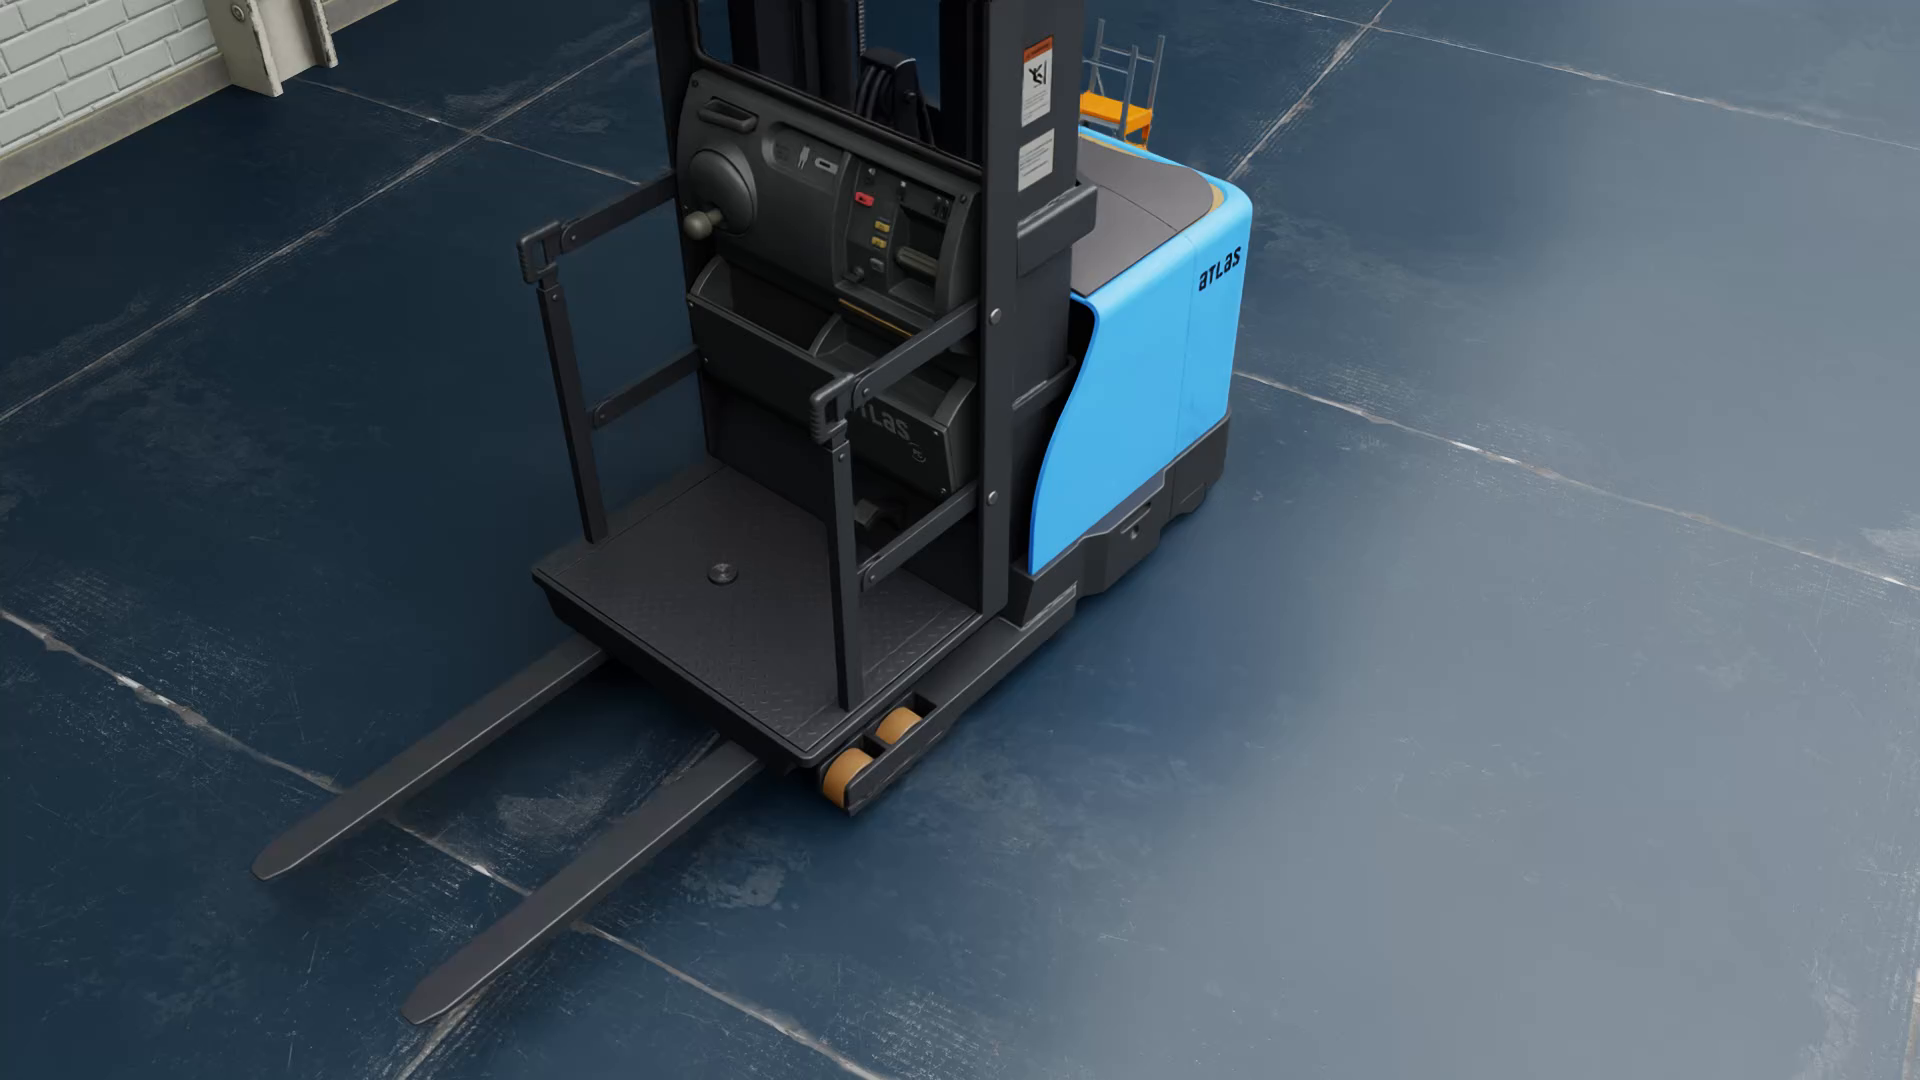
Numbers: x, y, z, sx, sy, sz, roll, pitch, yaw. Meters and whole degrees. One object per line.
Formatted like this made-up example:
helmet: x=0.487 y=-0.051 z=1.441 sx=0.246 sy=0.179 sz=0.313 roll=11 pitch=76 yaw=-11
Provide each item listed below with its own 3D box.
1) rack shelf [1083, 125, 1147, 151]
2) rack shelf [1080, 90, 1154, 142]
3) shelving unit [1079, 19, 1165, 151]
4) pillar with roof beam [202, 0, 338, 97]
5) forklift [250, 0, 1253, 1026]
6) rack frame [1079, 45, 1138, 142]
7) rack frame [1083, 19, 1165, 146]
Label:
rack shelf: x=0.459 y=-1.266 z=5.478 sx=0.258 sy=0.103 sz=0.180 roll=24 pitch=36 yaw=24
rack shelf: x=0.471 y=-1.367 z=5.414 sx=0.258 sy=0.103 sz=0.180 roll=24 pitch=36 yaw=24
shelving unit: x=0.438 y=-1.102 z=5.581 sx=0.258 sy=1.200 sz=0.189 roll=24 pitch=36 yaw=24
pillar with roof beam: x=0.591 y=-4.121 z=3.121 sx=9.100 sy=9.000 sz=0.400 roll=21 pitch=45 yaw=22
forklift: x=-0.481 y=-0.758 z=3.893 sx=1.130 sy=2.935 sz=3.031 roll=29 pitch=49 yaw=29
rack frame: x=0.389 y=-1.065 z=5.513 sx=0.240 sy=1.200 sz=0.006 roll=24 pitch=36 yaw=24
rack frame: x=0.488 y=-1.138 z=5.649 sx=0.240 sy=1.200 sz=0.006 roll=24 pitch=36 yaw=24
